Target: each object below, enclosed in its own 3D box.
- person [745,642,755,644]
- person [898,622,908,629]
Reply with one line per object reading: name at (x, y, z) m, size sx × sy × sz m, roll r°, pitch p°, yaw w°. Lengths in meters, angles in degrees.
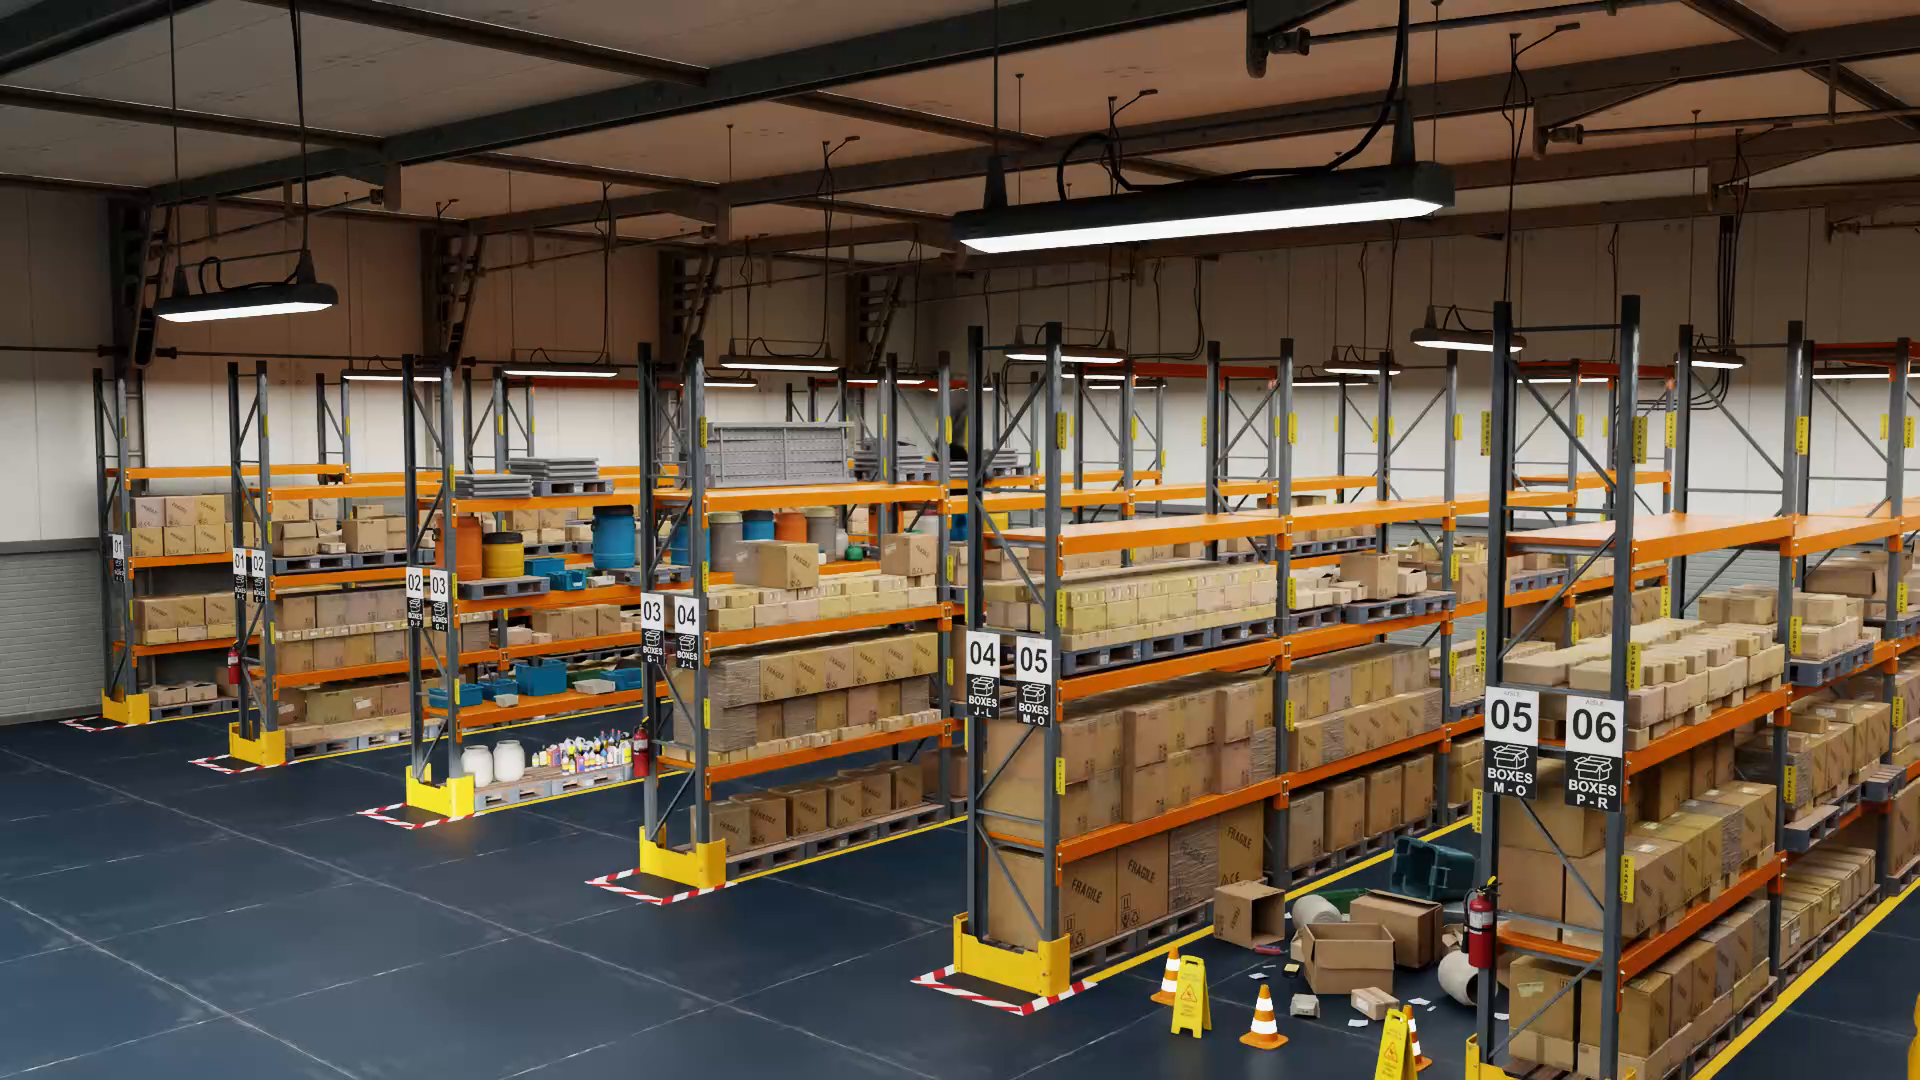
person at (-3.811, 2.162, 29.762) m, size 0.593 × 1.635 × 0.894 m, roll 3°, pitch 5°, yaw 33°
person at (-1.340, 1.903, 32.502) m, size 0.742 × 1.748 × 0.866 m, roll 3°, pitch 5°, yaw 34°
